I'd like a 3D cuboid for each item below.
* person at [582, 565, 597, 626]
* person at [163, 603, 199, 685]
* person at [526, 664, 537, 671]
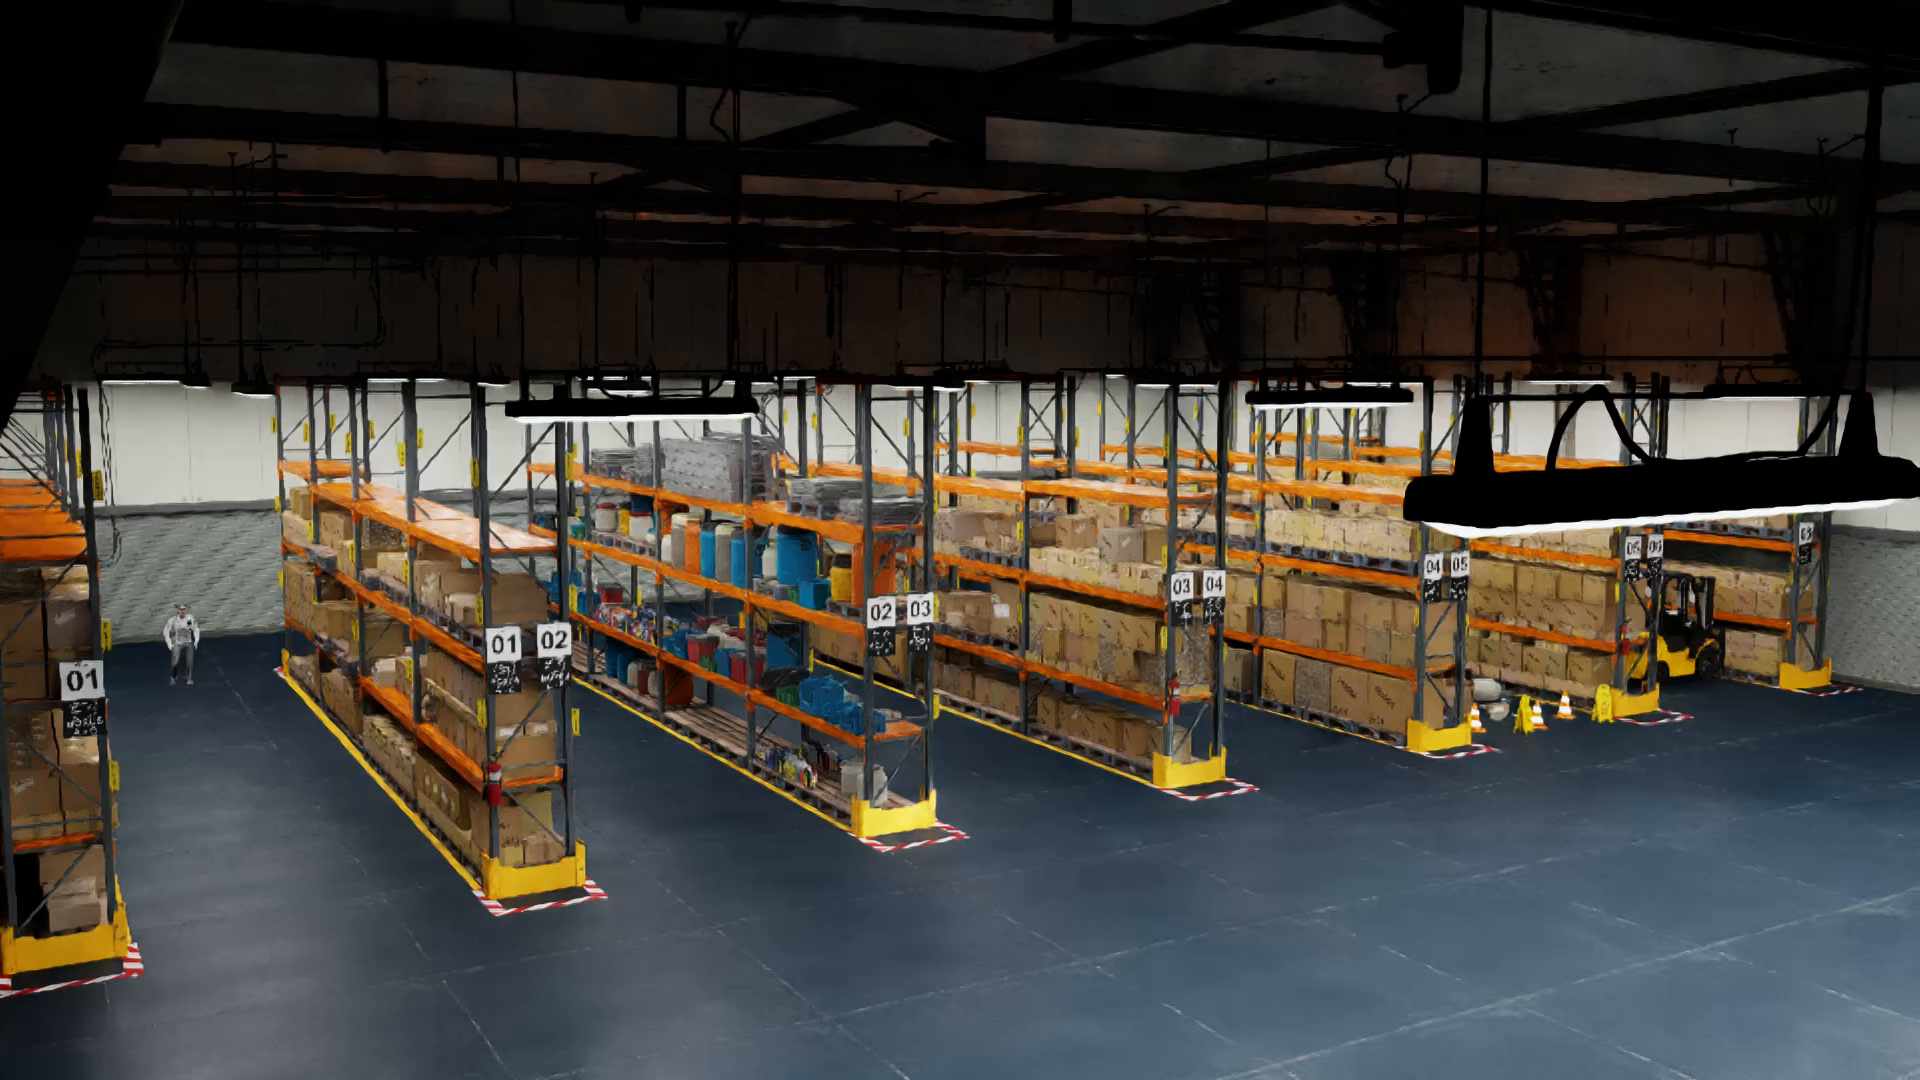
[{"bbox_3d":[-8.662,1.311,38.827,0.432,1.539,0.947,-4,7,-31],"label":"person"},{"bbox_3d":[-15.075,2.005,32.225,0.639,1.632,0.512,-4,7,-32],"label":"person"},{"bbox_3d":[-7.095,2.468,27.232,0.627,1.778,0.518,4,8,35],"label":"person"}]
